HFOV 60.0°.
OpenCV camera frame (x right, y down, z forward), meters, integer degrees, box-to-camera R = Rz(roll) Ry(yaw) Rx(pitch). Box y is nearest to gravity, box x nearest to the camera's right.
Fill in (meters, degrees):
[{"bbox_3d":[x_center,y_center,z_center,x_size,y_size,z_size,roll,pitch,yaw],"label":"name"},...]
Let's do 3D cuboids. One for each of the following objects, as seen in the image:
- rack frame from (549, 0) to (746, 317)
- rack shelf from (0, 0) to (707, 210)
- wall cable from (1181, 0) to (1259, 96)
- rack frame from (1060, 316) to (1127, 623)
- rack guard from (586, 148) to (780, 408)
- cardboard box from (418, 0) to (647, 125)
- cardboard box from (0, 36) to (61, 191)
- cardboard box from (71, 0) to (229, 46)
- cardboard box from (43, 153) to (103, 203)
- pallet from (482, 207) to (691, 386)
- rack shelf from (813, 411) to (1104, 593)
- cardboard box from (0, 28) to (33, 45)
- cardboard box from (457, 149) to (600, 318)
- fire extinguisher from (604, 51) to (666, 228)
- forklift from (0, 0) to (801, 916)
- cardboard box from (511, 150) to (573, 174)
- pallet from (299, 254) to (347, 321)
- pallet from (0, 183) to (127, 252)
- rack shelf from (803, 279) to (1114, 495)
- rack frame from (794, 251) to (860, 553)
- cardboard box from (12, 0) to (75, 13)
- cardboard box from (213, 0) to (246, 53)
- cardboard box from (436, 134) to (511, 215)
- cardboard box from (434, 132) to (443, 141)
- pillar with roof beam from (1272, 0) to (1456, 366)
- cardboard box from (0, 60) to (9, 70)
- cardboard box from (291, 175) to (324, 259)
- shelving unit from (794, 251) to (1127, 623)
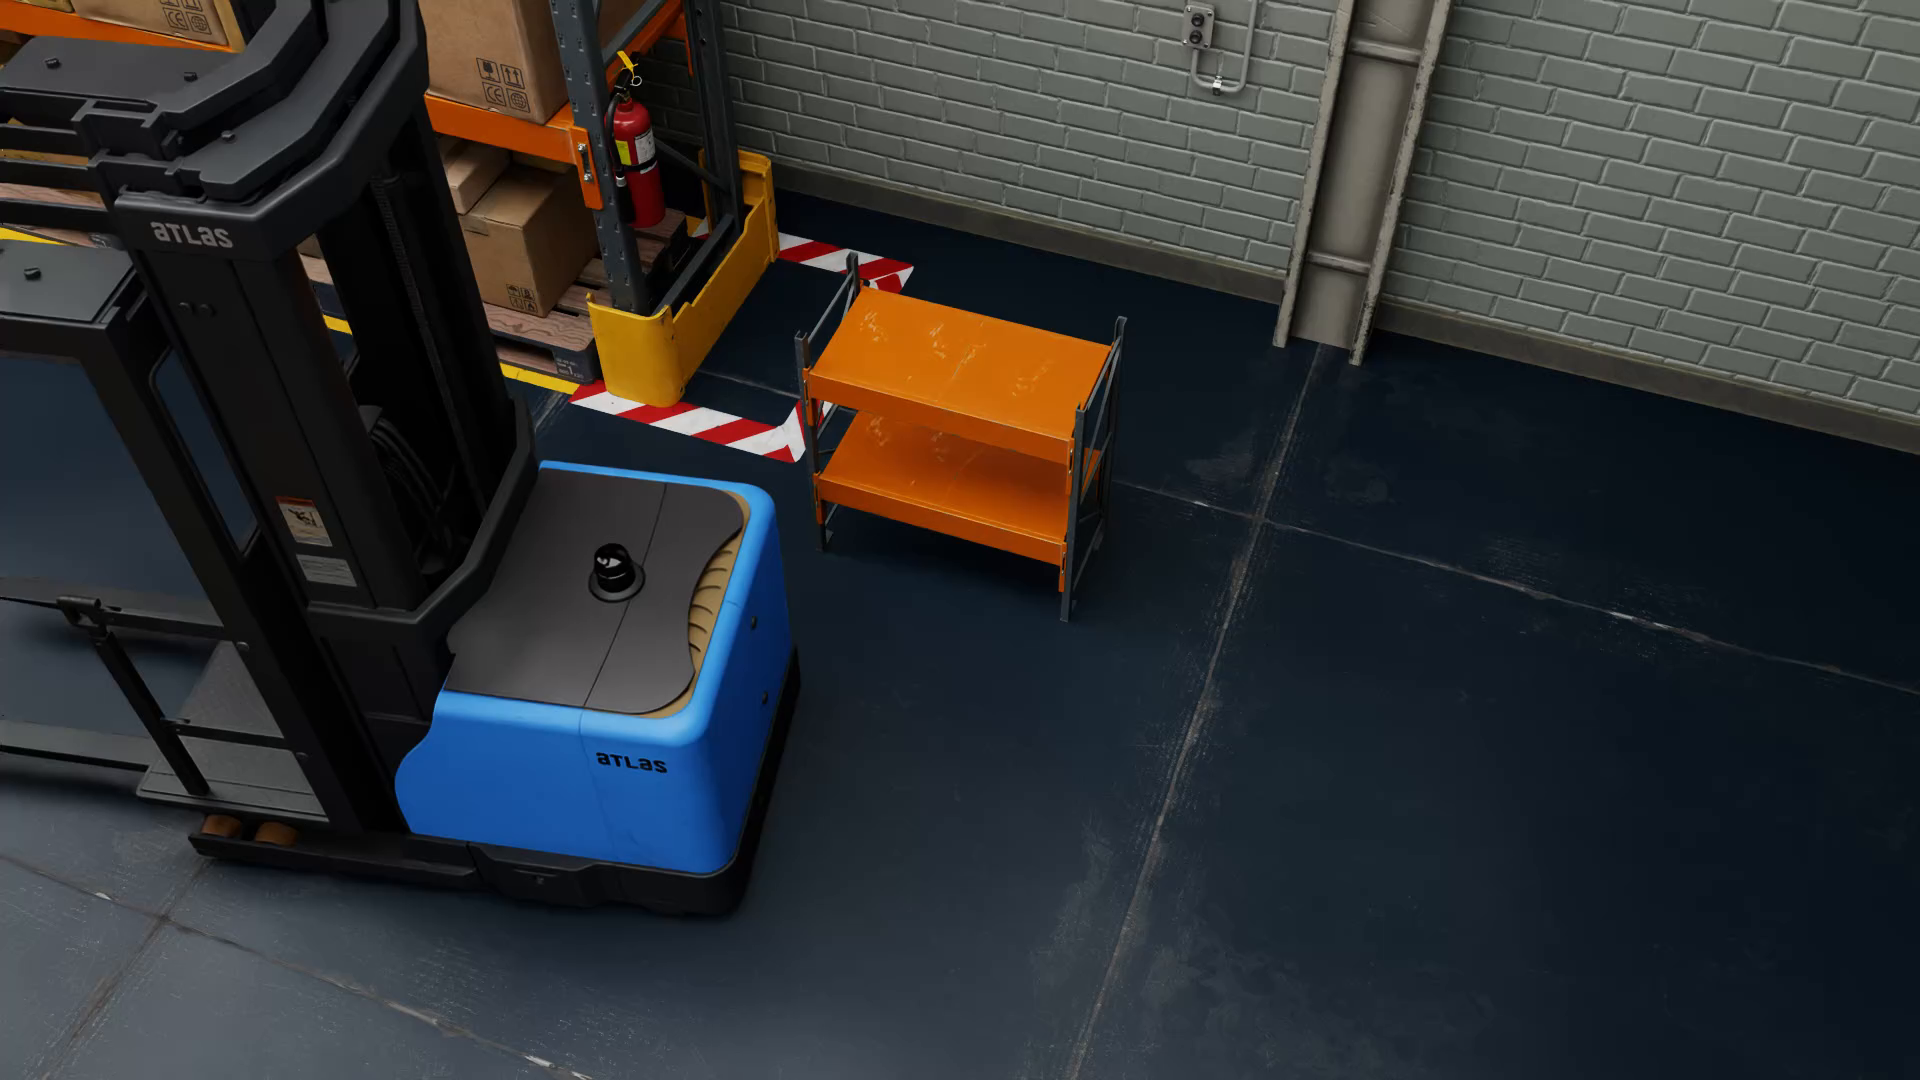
[{"bbox_3d":[-1.210,-1.998,6.363,0.127,3.000,1.000,16,51,13],"label":"rack frame"},{"bbox_3d":[-3.086,-2.286,7.089,4.000,0.370,1.077,16,51,13],"label":"rack shelf"},{"bbox_3d":[0.319,-2.666,6.270,1.851,1.984,0.084,16,51,13],"label":"wall cable"},{"bbox_3d":[0.483,-0.234,6.075,0.032,1.125,0.500,16,51,13],"label":"rack frame"},{"bbox_3d":[-1.187,-1.173,7.302,0.348,0.500,1.175,16,51,13],"label":"rack guard"},{"bbox_3d":[-1.692,-2.222,6.359,0.700,0.700,0.980,18,51,15],"label":"cardboard box"},{"bbox_3d":[-4.296,-2.096,7.824,0.500,0.500,0.700,16,51,14],"label":"cardboard box"},{"bbox_3d":[-3.090,-2.611,6.696,0.700,0.700,0.980,13,50,11],"label":"cardboard box"},{"bbox_3d":[-3.826,-1.962,7.708,0.500,0.500,0.700,15,51,13],"label":"cardboard box"},{"bbox_3d":[-1.987,-1.238,7.550,1.213,0.211,1.003,16,51,13],"label":"pallet"},{"bbox_3d":[0.006,-0.207,6.375,1.000,0.278,0.538,16,51,13],"label":"rack shelf"},{"bbox_3d":[-4.363,-2.487,7.734,0.250,0.149,0.380,15,51,13],"label":"cardboard box"},{"bbox_3d":[-1.901,-1.429,7.246,0.500,0.500,0.700,16,51,13],"label":"cardboard box"},{"bbox_3d":[-1.228,-1.484,6.215,0.183,0.674,0.296,16,51,13],"label":"fire extinguisher"},{"bbox_3d":[-2.143,-0.242,4.887,3.031,2.935,1.130,7,49,6],"label":"forklift"},{"bbox_3d":[-1.715,-1.750,7.096,0.250,0.149,0.380,16,51,13],"label":"cardboard box"},{"bbox_3d":[-3.128,-1.559,7.828,1.213,0.211,1.003,16,51,13],"label":"pallet"},{"bbox_3d":[-4.276,-1.877,8.104,1.213,0.211,1.003,16,51,13],"label":"pallet"},{"bbox_3d":[0.006,-0.558,5.969,1.000,0.278,0.538,16,51,13],"label":"rack shelf"},{"bbox_3d":[-0.471,-0.500,6.305,0.032,1.125,0.500,16,51,13],"label":"rack frame"},{"bbox_3d":[-3.776,-2.795,6.855,0.700,0.700,0.980,14,51,12],"label":"cardboard box"},{"bbox_3d":[-2.378,-2.405,6.518,0.700,0.700,0.980,15,51,13],"label":"cardboard box"},{"bbox_3d":[-2.085,-1.546,6.918,0.250,0.149,0.380,15,51,13],"label":"cardboard box"},{"bbox_3d":[-2.325,-1.612,6.976,0.250,0.149,0.380,17,51,14],"label":"cardboard box"},{"bbox_3d":[0.131,-0.817,1.370,0.400,9.000,9.100,16,51,13],"label":"pillar with roof beam"},{"bbox_3d":[-4.038,-2.089,7.389,0.250,0.149,0.380,17,51,14],"label":"cardboard box"},{"bbox_3d":[-2.843,-1.691,7.474,0.500,0.500,0.700,14,51,12],"label":"cardboard box"},{"bbox_3d":[0.006,-0.367,6.190,1.048,1.125,0.538,16,51,13],"label":"shelving unit"}]
